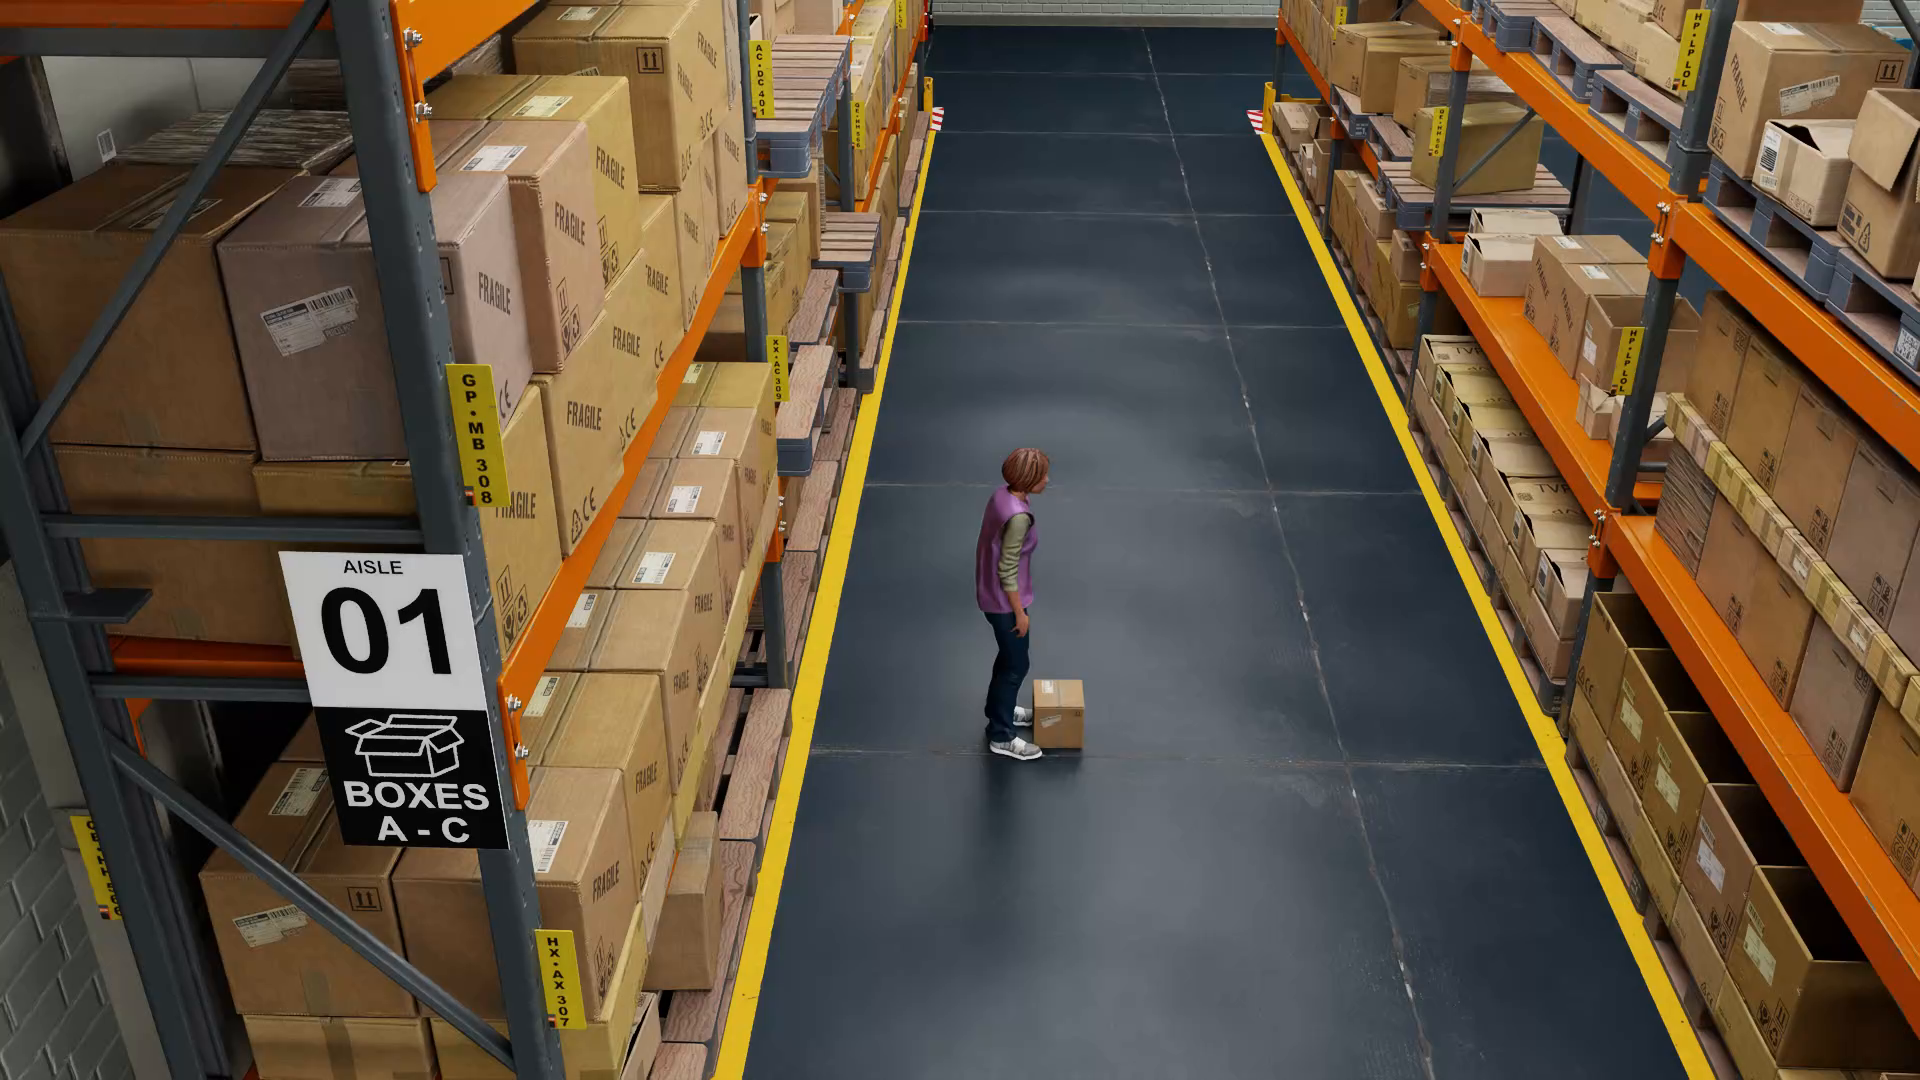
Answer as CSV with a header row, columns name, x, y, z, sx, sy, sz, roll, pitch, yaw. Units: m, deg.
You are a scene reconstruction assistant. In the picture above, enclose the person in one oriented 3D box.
name,x,y,z,sx,sy,sz,roll,pitch,yaw
person,0.250,0.287,8.103,0.344,1.593,0.485,-1,28,-1
